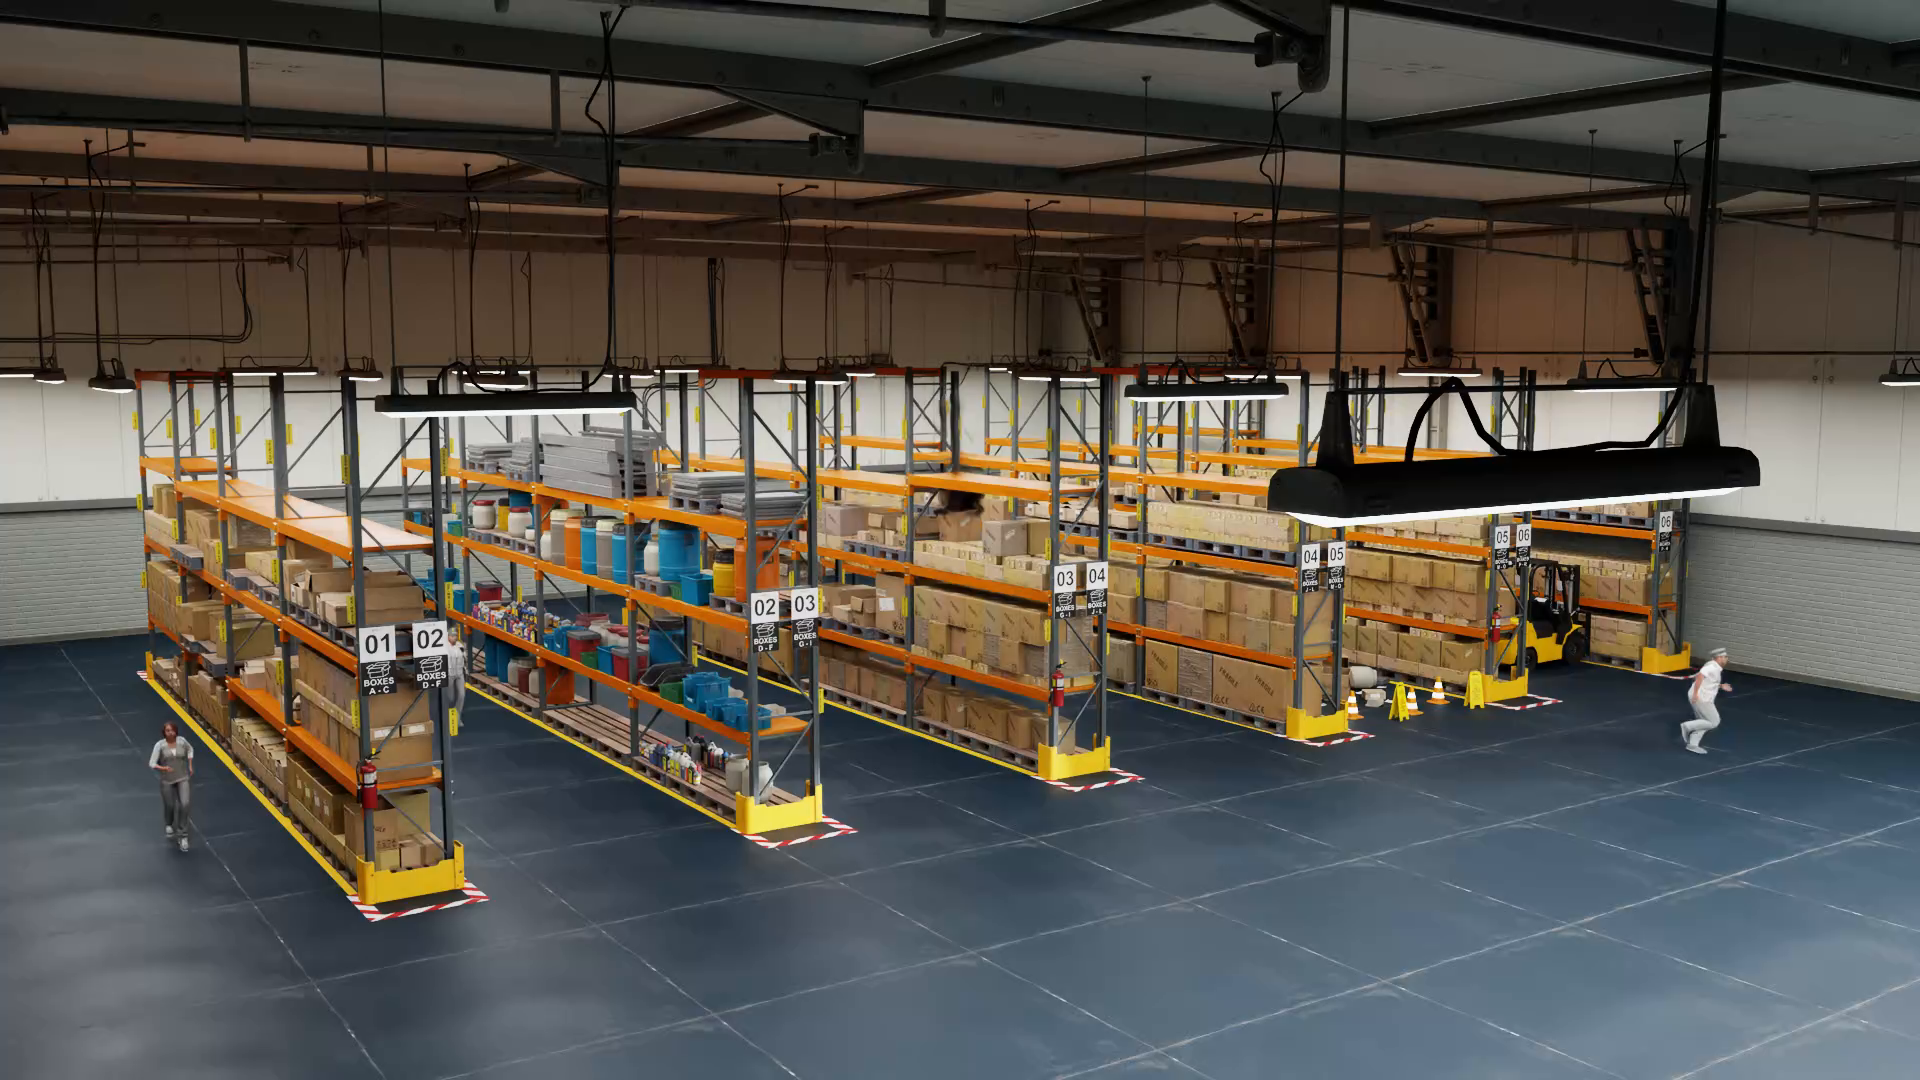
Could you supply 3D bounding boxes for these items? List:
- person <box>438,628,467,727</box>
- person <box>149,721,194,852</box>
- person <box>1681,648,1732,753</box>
[{"bbox_3d":[-8.681,2.321,28.435,0.627,1.698,0.761,-6,9,-41],"label":"person"},{"bbox_3d":[-10.117,3.134,21.387,0.546,1.616,0.804,-4,8,-31],"label":"person"},{"bbox_3d":[11.826,2.535,26.340,0.748,1.701,0.652,2,7,14],"label":"person"}]
